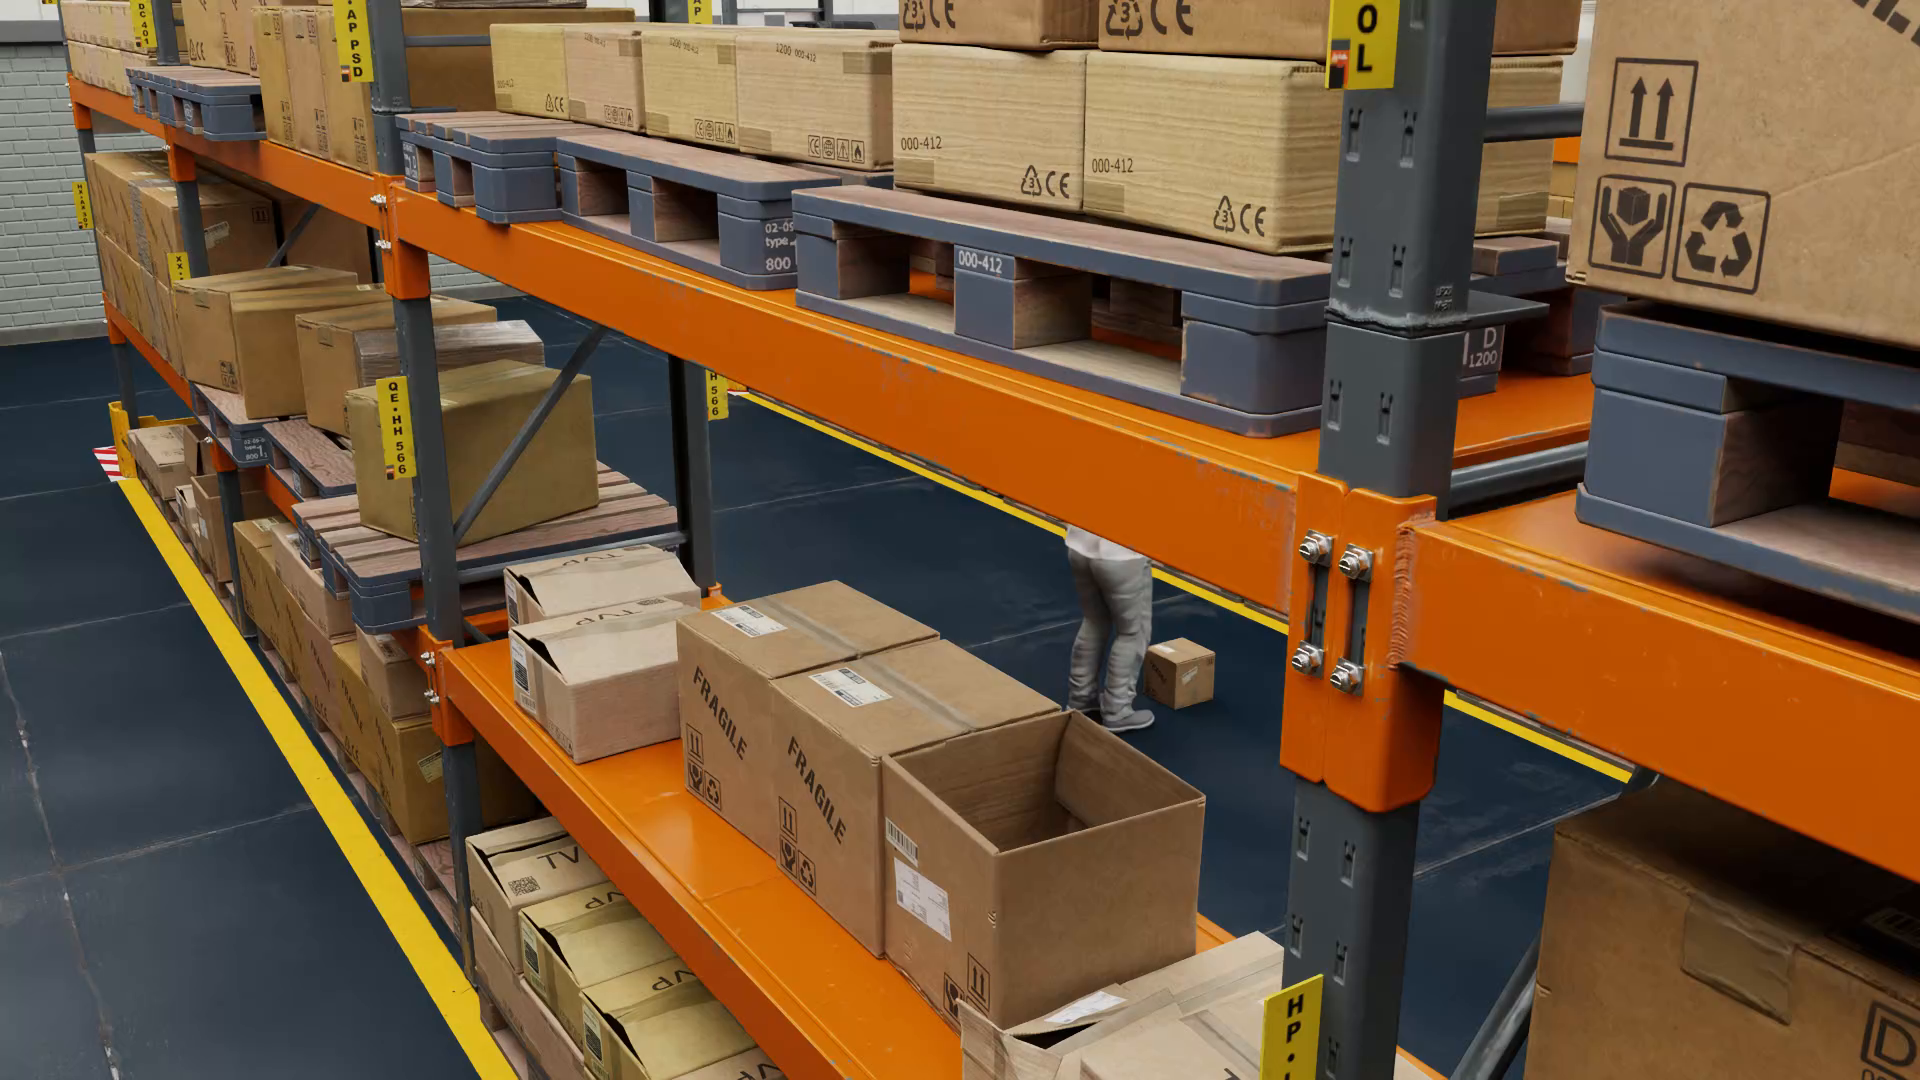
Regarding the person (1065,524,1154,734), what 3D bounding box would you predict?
[{"bbox_3d":[0.708,0.077,7.849,0.389,1.653,0.474,-11,21,-30],"label":"person"}]
